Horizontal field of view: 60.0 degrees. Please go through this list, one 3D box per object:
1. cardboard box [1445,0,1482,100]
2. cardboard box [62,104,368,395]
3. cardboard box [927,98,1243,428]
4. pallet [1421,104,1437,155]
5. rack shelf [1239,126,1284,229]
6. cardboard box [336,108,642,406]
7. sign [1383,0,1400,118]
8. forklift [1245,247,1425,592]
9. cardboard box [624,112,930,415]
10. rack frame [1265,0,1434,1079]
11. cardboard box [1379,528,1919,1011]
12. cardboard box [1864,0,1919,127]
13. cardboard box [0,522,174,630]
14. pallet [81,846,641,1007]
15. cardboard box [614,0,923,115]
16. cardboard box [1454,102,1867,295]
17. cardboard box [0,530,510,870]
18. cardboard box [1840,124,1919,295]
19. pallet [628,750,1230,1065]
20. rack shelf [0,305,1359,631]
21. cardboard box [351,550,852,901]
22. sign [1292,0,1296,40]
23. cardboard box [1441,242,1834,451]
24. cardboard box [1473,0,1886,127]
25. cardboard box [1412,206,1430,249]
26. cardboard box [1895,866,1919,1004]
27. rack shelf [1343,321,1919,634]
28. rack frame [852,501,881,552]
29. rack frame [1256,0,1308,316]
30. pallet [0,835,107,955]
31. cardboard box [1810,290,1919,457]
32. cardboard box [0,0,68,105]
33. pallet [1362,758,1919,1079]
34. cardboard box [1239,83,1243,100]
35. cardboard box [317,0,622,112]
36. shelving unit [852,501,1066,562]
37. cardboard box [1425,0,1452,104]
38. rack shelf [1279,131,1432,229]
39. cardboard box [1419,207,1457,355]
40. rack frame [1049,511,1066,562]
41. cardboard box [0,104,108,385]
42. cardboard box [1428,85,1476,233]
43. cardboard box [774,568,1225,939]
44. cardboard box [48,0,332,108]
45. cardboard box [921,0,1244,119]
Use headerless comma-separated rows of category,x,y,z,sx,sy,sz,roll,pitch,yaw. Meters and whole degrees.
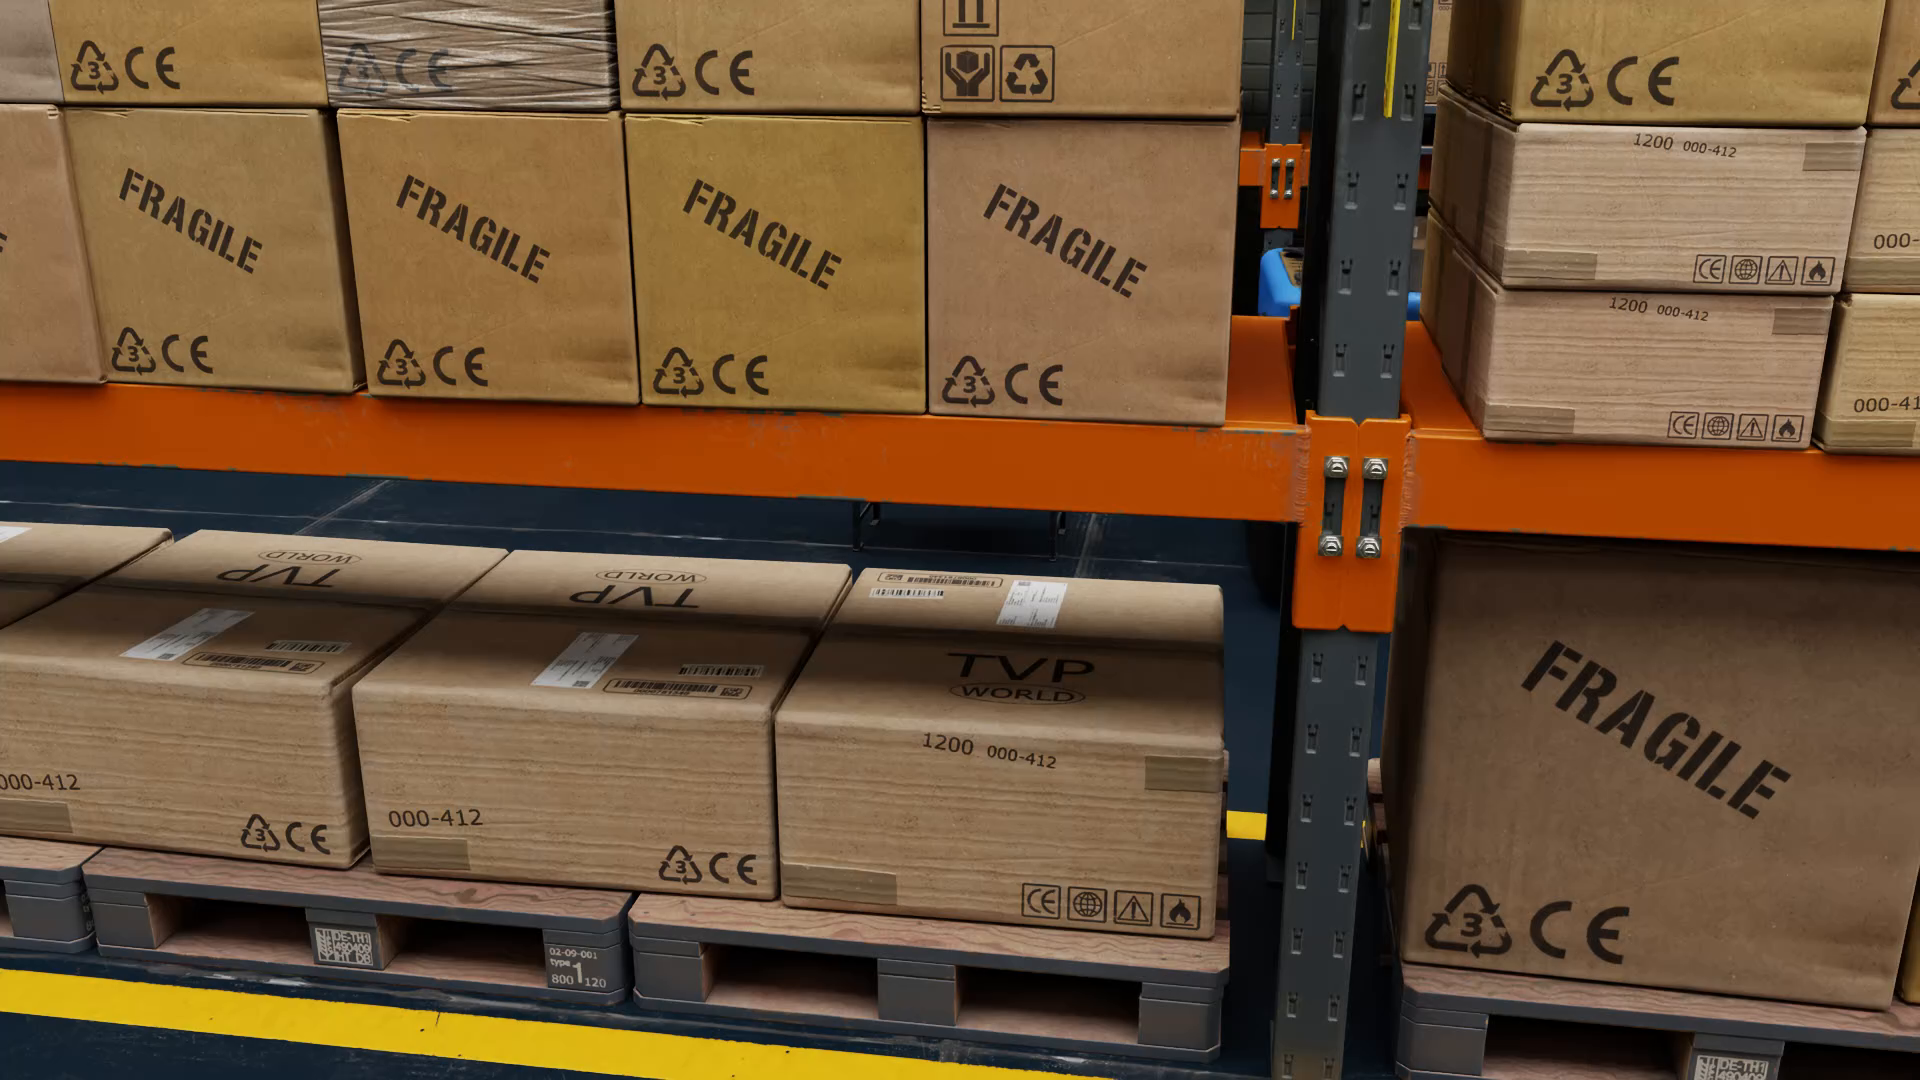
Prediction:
cardboard box,1.214,-1.100,3.130,0.500,0.500,0.500,4,19,10
cardboard box,-1.288,-0.589,3.178,0.500,0.500,0.500,4,19,10
cardboard box,0.234,-0.513,2.951,0.500,0.500,0.500,3,19,9
pallet,2.288,-1.912,7.593,1.213,0.211,1.003,3,19,9
rack shelf,-0.458,-1.837,8.200,4.000,0.370,1.077,3,19,9
cardboard box,-0.773,-0.558,3.085,0.500,0.500,0.500,3,19,8
sign,0.646,-0.796,2.467,0.005,0.325,0.100,3,19,9
forklift,2.553,-1.259,5.447,3.031,2.935,1.130,2,19,6
cardboard box,-0.275,-0.537,3.023,0.500,0.500,0.500,2,19,7
rack frame,0.733,-0.522,3.137,0.127,3.000,1.000,3,19,9
cardboard box,1.358,0.292,3.389,0.875,0.875,0.875,4,19,10
cardboard box,1.628,-0.915,2.576,0.500,0.500,0.500,3,19,8
cardboard box,-2.549,0.294,4.073,0.875,0.438,0.875,2,19,7
pallet,-1.214,0.677,3.948,1.213,0.211,1.003,3,19,9
cardboard box,-0.277,-1.009,2.858,0.500,0.500,0.500,3,19,8
cardboard box,1.122,-0.578,2.751,0.500,0.250,0.500,2,19,7
cardboard box,-1.644,0.338,3.943,0.875,0.438,0.875,3,19,10
cardboard box,1.642,-0.560,2.699,0.500,0.250,0.500,3,19,10
pallet,-0.006,0.737,3.767,1.213,0.211,1.003,3,19,9
rack shelf,-1.242,-0.282,3.552,4.000,0.370,1.077,3,19,9
cardboard box,-0.754,0.384,3.805,0.875,0.438,0.875,2,19,7
sign,1.438,-2.318,7.138,0.005,0.325,0.100,3,19,9
cardboard box,1.125,-0.346,2.847,0.500,0.250,0.500,2,19,7
cardboard box,1.122,-0.932,2.627,0.500,0.500,0.500,3,19,9
cardboard box,2.092,-1.440,7.667,0.250,0.149,0.380,2,19,6
cardboard box,2.251,0.335,3.260,0.875,0.875,0.875,3,19,10
rack shelf,2.707,-0.080,2.950,4.000,0.370,1.077,3,19,9
rack frame,-0.355,-0.729,6.119,0.023,1.500,0.400,3,19,9
rack frame,1.516,-2.077,7.785,0.127,3.000,1.000,3,19,9
pallet,-2.415,0.615,4.134,1.213,0.211,1.003,3,19,9
cardboard box,1.636,-0.321,2.771,0.500,0.250,0.500,2,19,7
cardboard box,-1.767,-1.084,3.084,0.500,0.500,0.500,3,19,8
pallet,1.506,0.815,3.534,1.213,0.211,1.003,3,19,9
cardboard box,0.311,-0.675,3.436,0.500,0.500,0.500,4,19,10
cardboard box,-0.781,-1.032,2.926,0.500,0.500,0.500,3,19,9
shelving unit,0.007,-0.711,6.064,0.755,1.500,0.431,3,19,9
cardboard box,1.958,-2.230,7.420,0.500,0.500,0.700,3,19,10
rack shelf,3.491,-1.636,7.598,4.000,0.370,1.077,3,19,9
cardboard box,1.216,-0.508,3.329,0.500,0.250,0.500,2,19,7
rack frame,0.368,-0.692,6.009,0.023,1.500,0.400,3,19,9
cardboard box,-1.785,-0.609,3.238,0.500,0.500,0.500,3,19,8
cardboard box,1.207,-0.742,3.242,0.500,0.250,0.500,3,19,9
cardboard box,0.130,0.428,3.671,0.875,0.438,0.875,3,19,8
cardboard box,-1.275,-1.060,3.009,0.500,0.500,0.500,3,19,9
cardboard box,0.223,-0.981,2.774,0.500,0.500,0.500,3,19,8
